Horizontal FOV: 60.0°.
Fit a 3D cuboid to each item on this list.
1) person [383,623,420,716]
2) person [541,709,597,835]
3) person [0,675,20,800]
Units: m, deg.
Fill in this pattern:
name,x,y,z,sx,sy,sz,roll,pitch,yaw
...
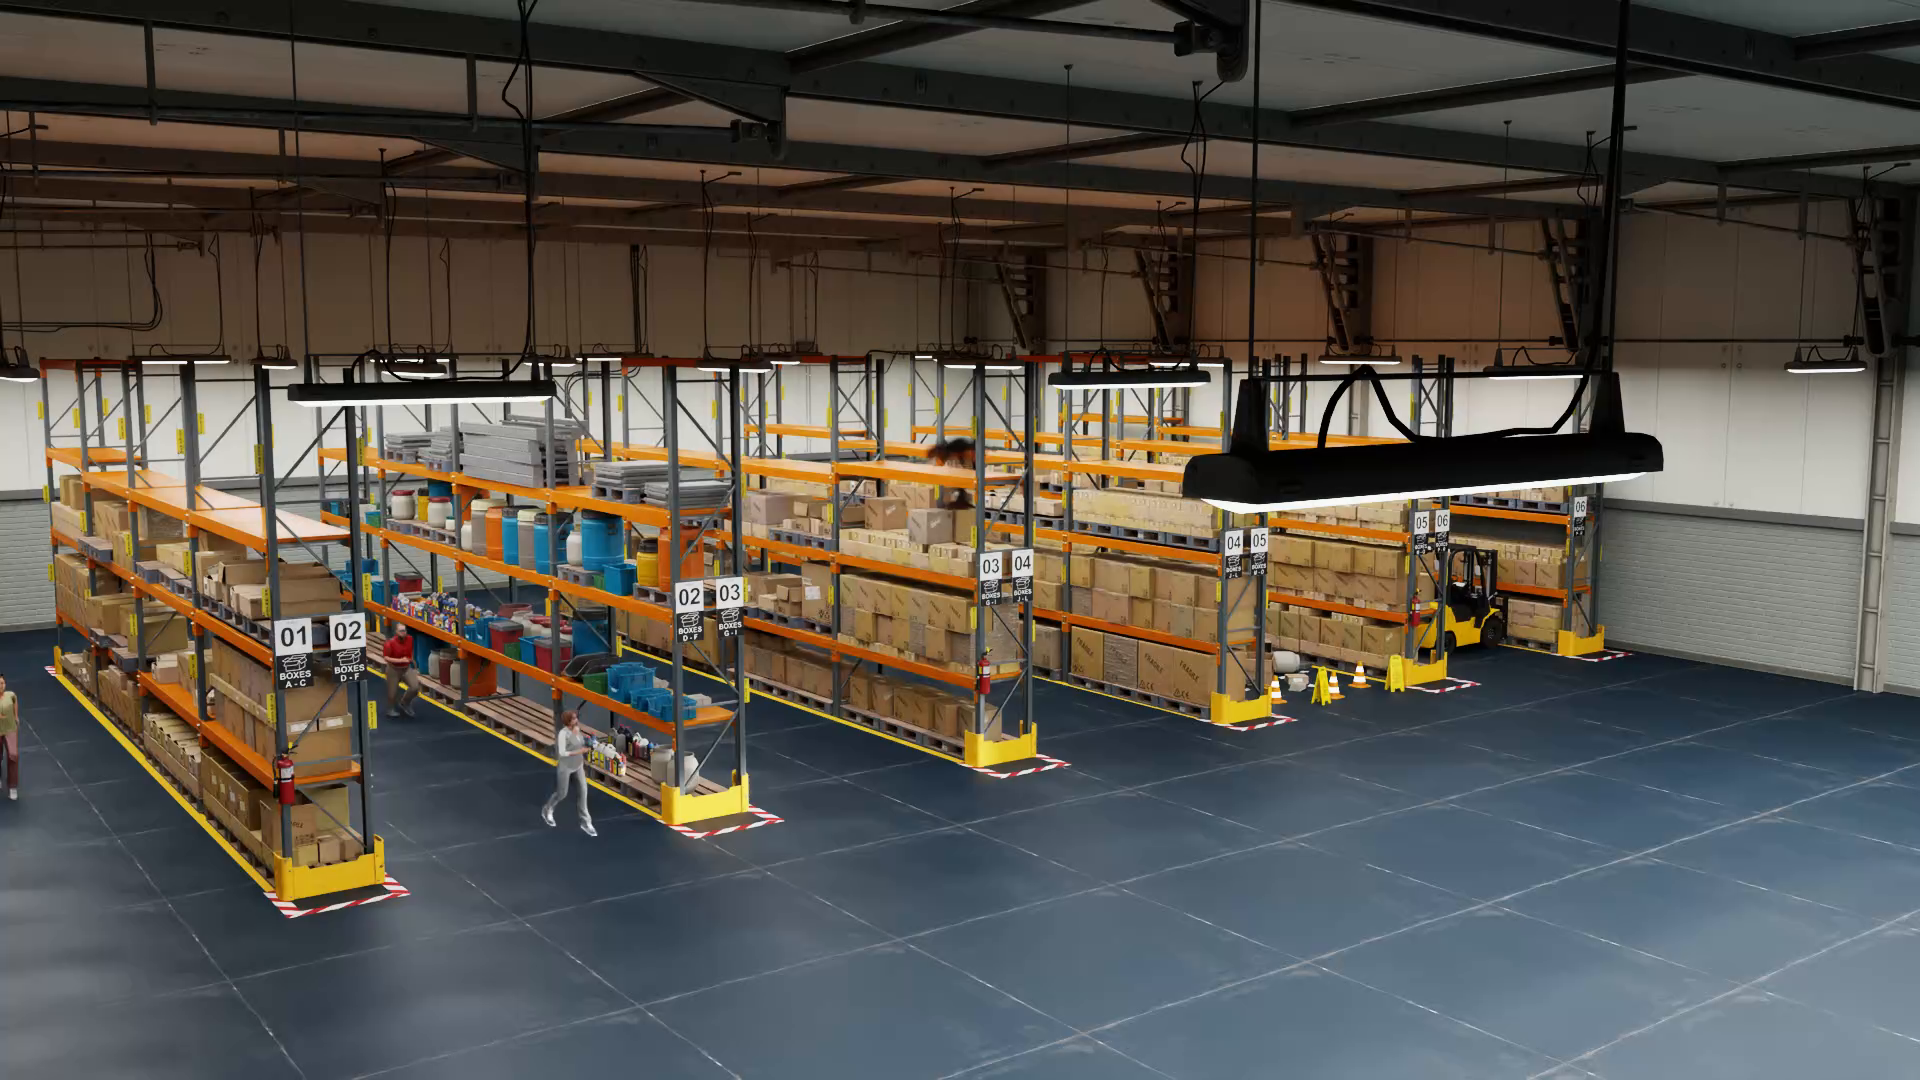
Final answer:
name,x,y,z,sx,sy,sz,roll,pitch,yaw
person,-9.349,2.182,27.830,0.674,1.631,0.933,-7,9,-43
person,-5.039,2.956,21.353,0.861,1.609,0.508,4,8,30
person,-13.365,2.718,23.161,0.528,1.718,0.839,-5,9,-38
